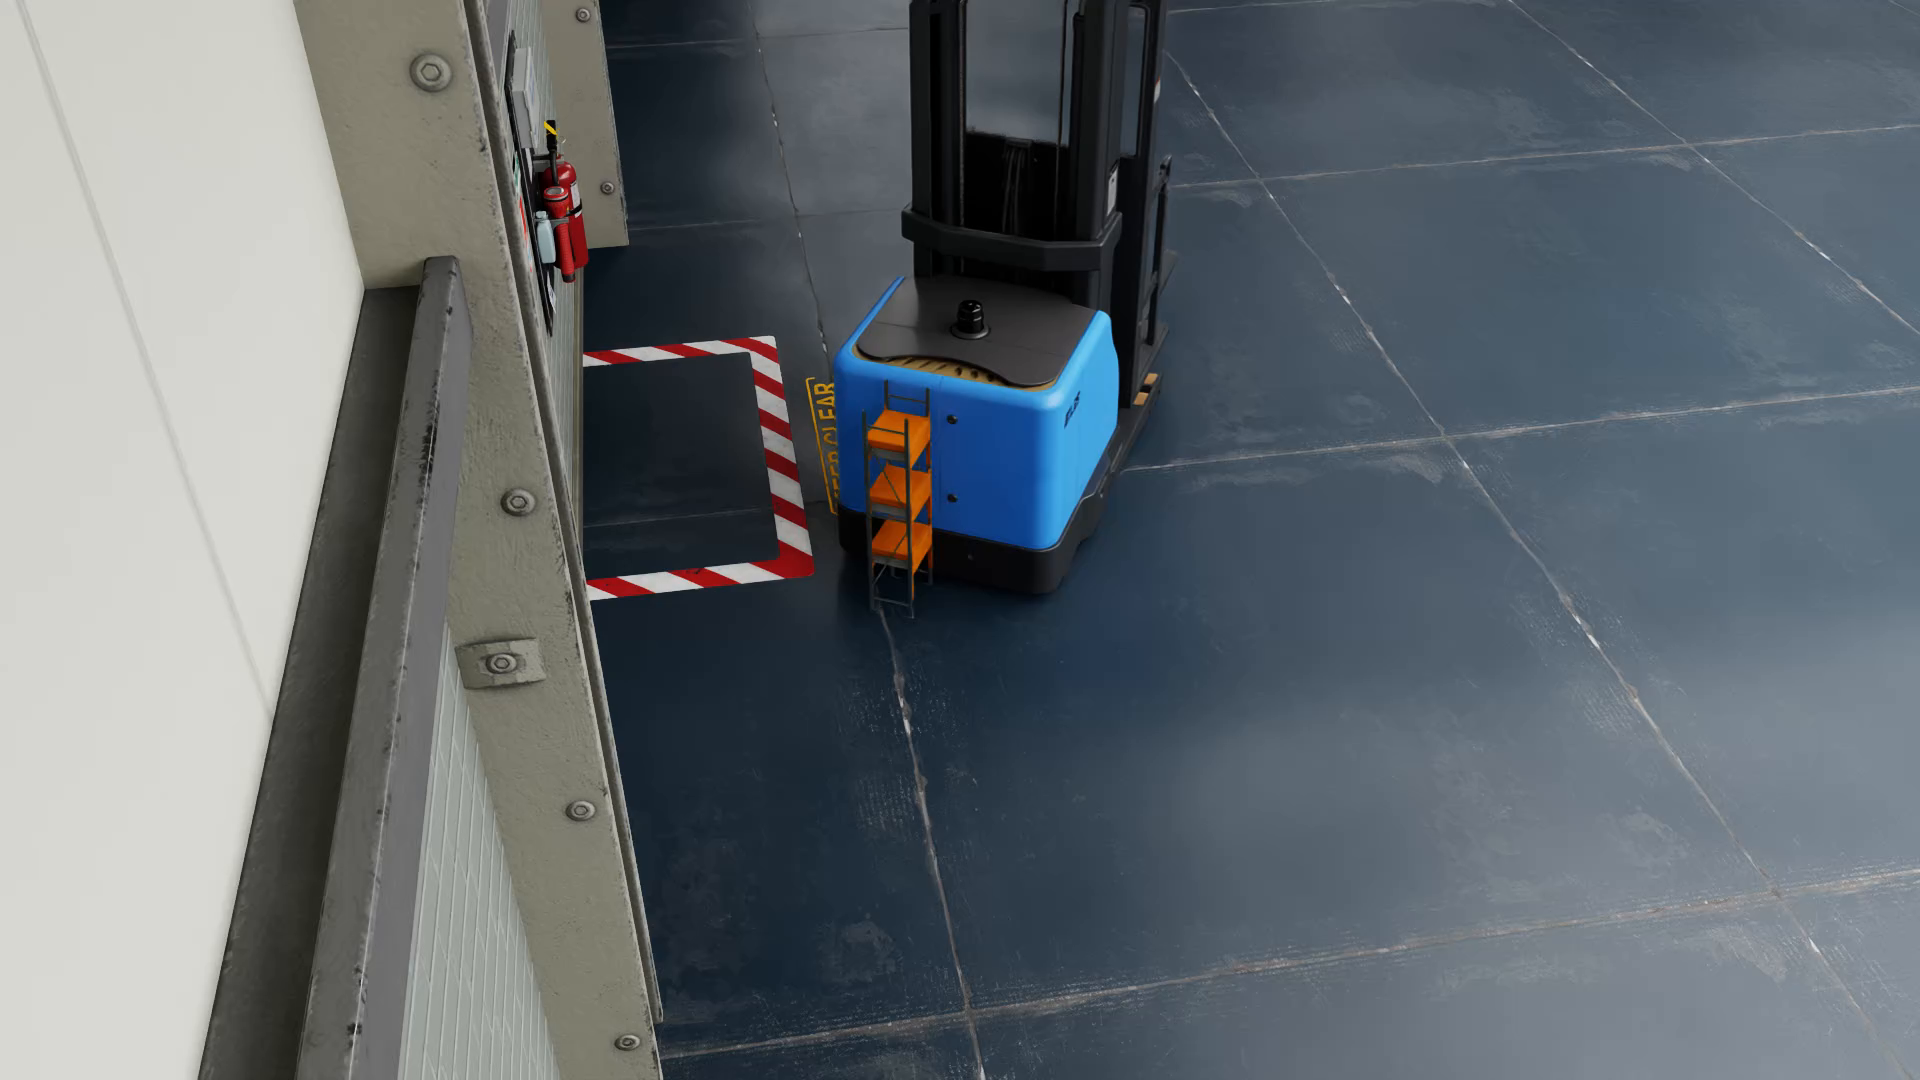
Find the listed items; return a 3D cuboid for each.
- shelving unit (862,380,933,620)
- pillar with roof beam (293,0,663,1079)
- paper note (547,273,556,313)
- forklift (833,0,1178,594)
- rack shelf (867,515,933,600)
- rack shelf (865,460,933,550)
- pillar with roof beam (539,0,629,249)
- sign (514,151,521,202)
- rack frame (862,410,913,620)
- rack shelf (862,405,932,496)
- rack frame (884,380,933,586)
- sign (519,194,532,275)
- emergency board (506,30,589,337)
[{"bbox_3d":[-0.260,-0.158,7.098,0.215,1.050,0.252,12,40,15],"label":"shelving unit"},{"bbox_3d":[3.103,-2.277,3.346,9.100,9.000,0.400,-6,38,-8],"label":"pillar with roof beam"},{"bbox_3d":[-1.829,-1.110,7.452,0.016,0.148,0.142,-6,38,-8],"label":"paper note"},{"bbox_3d":[0.419,-1.826,7.711,1.130,2.935,3.031,12,40,15],"label":"forklift"},{"bbox_3d":[-0.260,0.070,7.275,0.215,0.259,0.240,12,40,15],"label":"rack shelf"},{"bbox_3d":[-0.260,-0.150,7.104,0.215,0.259,0.240,12,40,15],"label":"rack shelf"},{"bbox_3d":[2.051,-5.901,8.011,9.100,9.000,0.400,-6,38,-8],"label":"pillar with roof beam"},{"bbox_3d":[-1.788,-1.455,6.716,0.001,0.109,0.331,-6,38,-8],"label":"sign"},{"bbox_3d":[-0.301,-0.088,7.007,0.200,1.050,0.008,12,40,15],"label":"rack frame"},{"bbox_3d":[-0.260,-0.374,6.930,0.215,0.259,0.240,12,40,15],"label":"rack shelf"},{"bbox_3d":[-0.219,-0.229,7.188,0.200,1.050,0.008,12,40,15],"label":"rack frame"},{"bbox_3d":[-1.796,-1.242,6.874,0.001,0.329,0.234,-6,38,-8],"label":"sign"},{"bbox_3d":[-1.792,-1.573,7.329,0.194,1.169,0.643,-6,38,-8],"label":"emergency board"}]
